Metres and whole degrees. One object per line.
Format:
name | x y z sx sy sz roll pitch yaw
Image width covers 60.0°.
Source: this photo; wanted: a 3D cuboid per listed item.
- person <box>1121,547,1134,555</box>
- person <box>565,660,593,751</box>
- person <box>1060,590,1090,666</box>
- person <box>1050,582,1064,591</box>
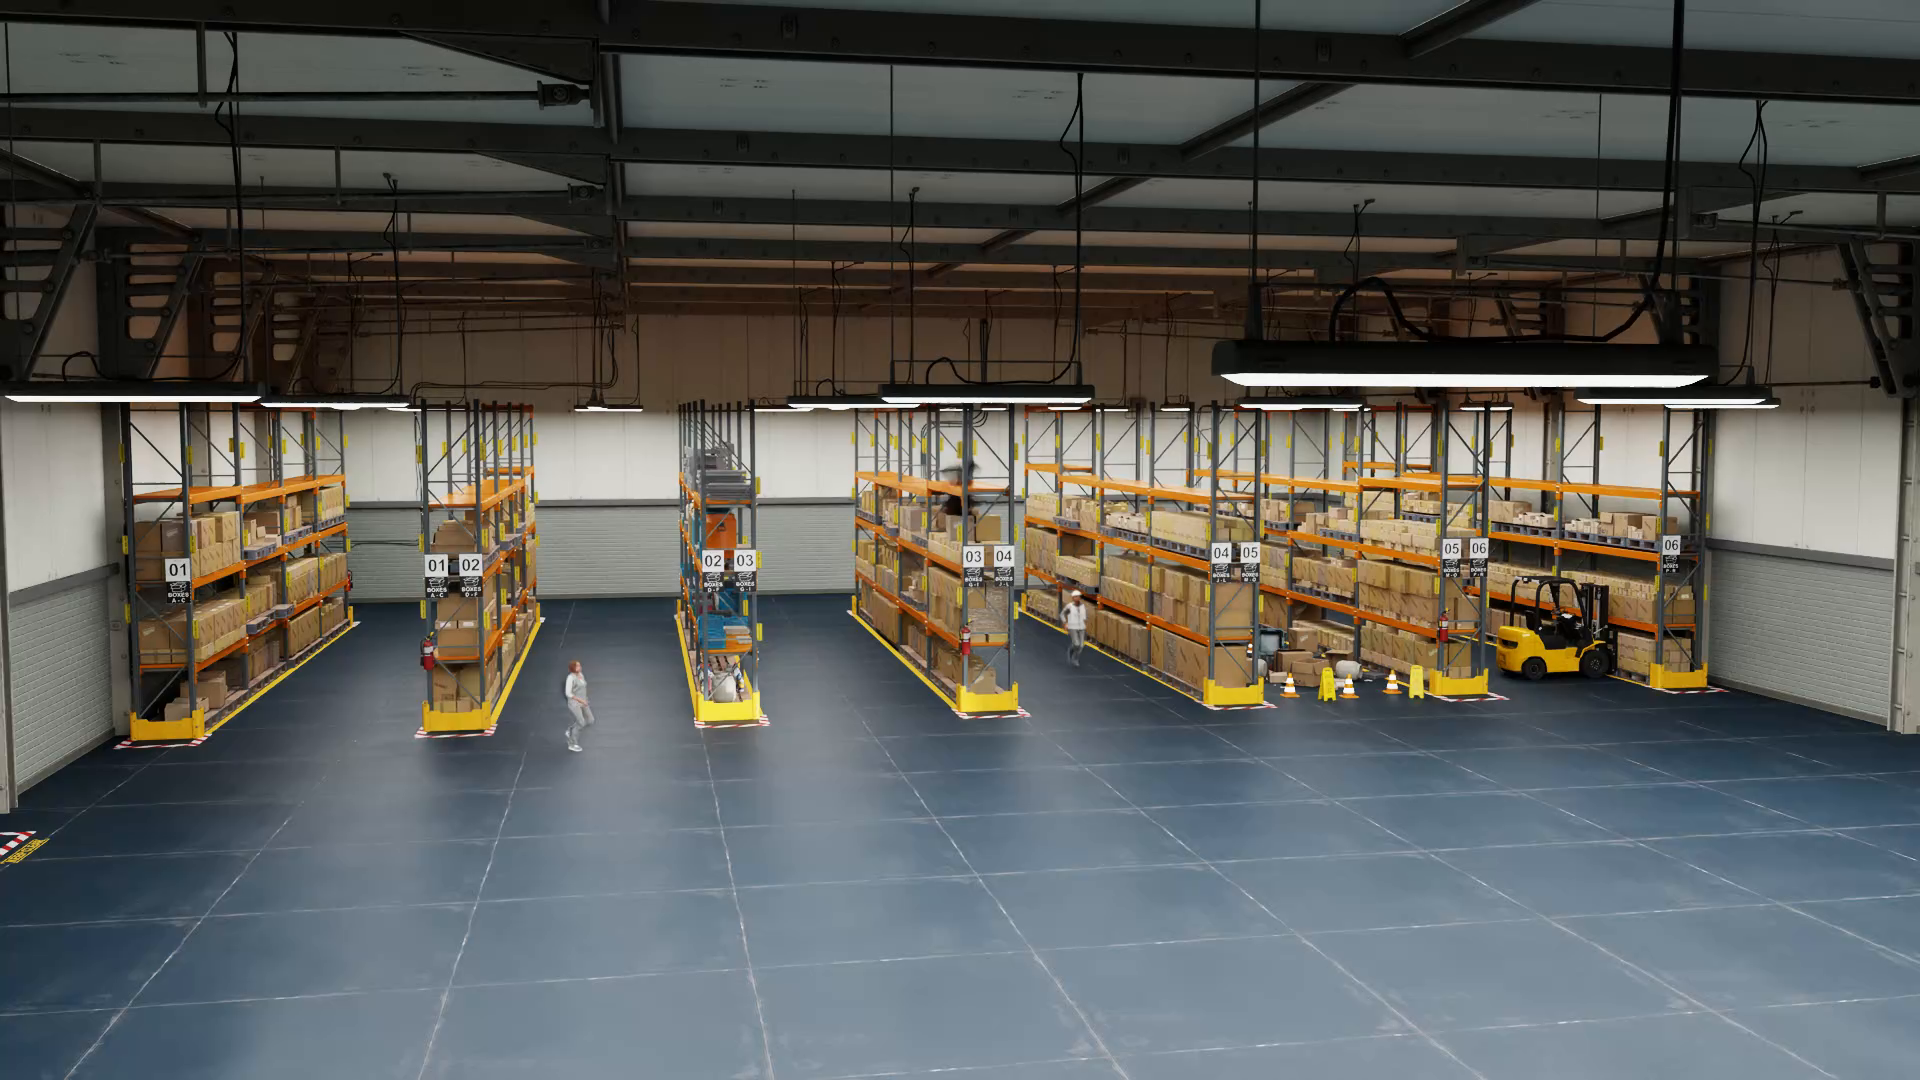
person | 5.013 1.038 50.564 0.781 1.803 0.692 -1 4 -14
person | -6.510 2.813 28.335 0.484 1.562 0.548 1 5 17
person | 2.652 2.009 37.664 0.644 1.730 0.591 -2 5 -20
person | 2.860 1.079 49.830 0.958 1.762 0.719 2 5 28
